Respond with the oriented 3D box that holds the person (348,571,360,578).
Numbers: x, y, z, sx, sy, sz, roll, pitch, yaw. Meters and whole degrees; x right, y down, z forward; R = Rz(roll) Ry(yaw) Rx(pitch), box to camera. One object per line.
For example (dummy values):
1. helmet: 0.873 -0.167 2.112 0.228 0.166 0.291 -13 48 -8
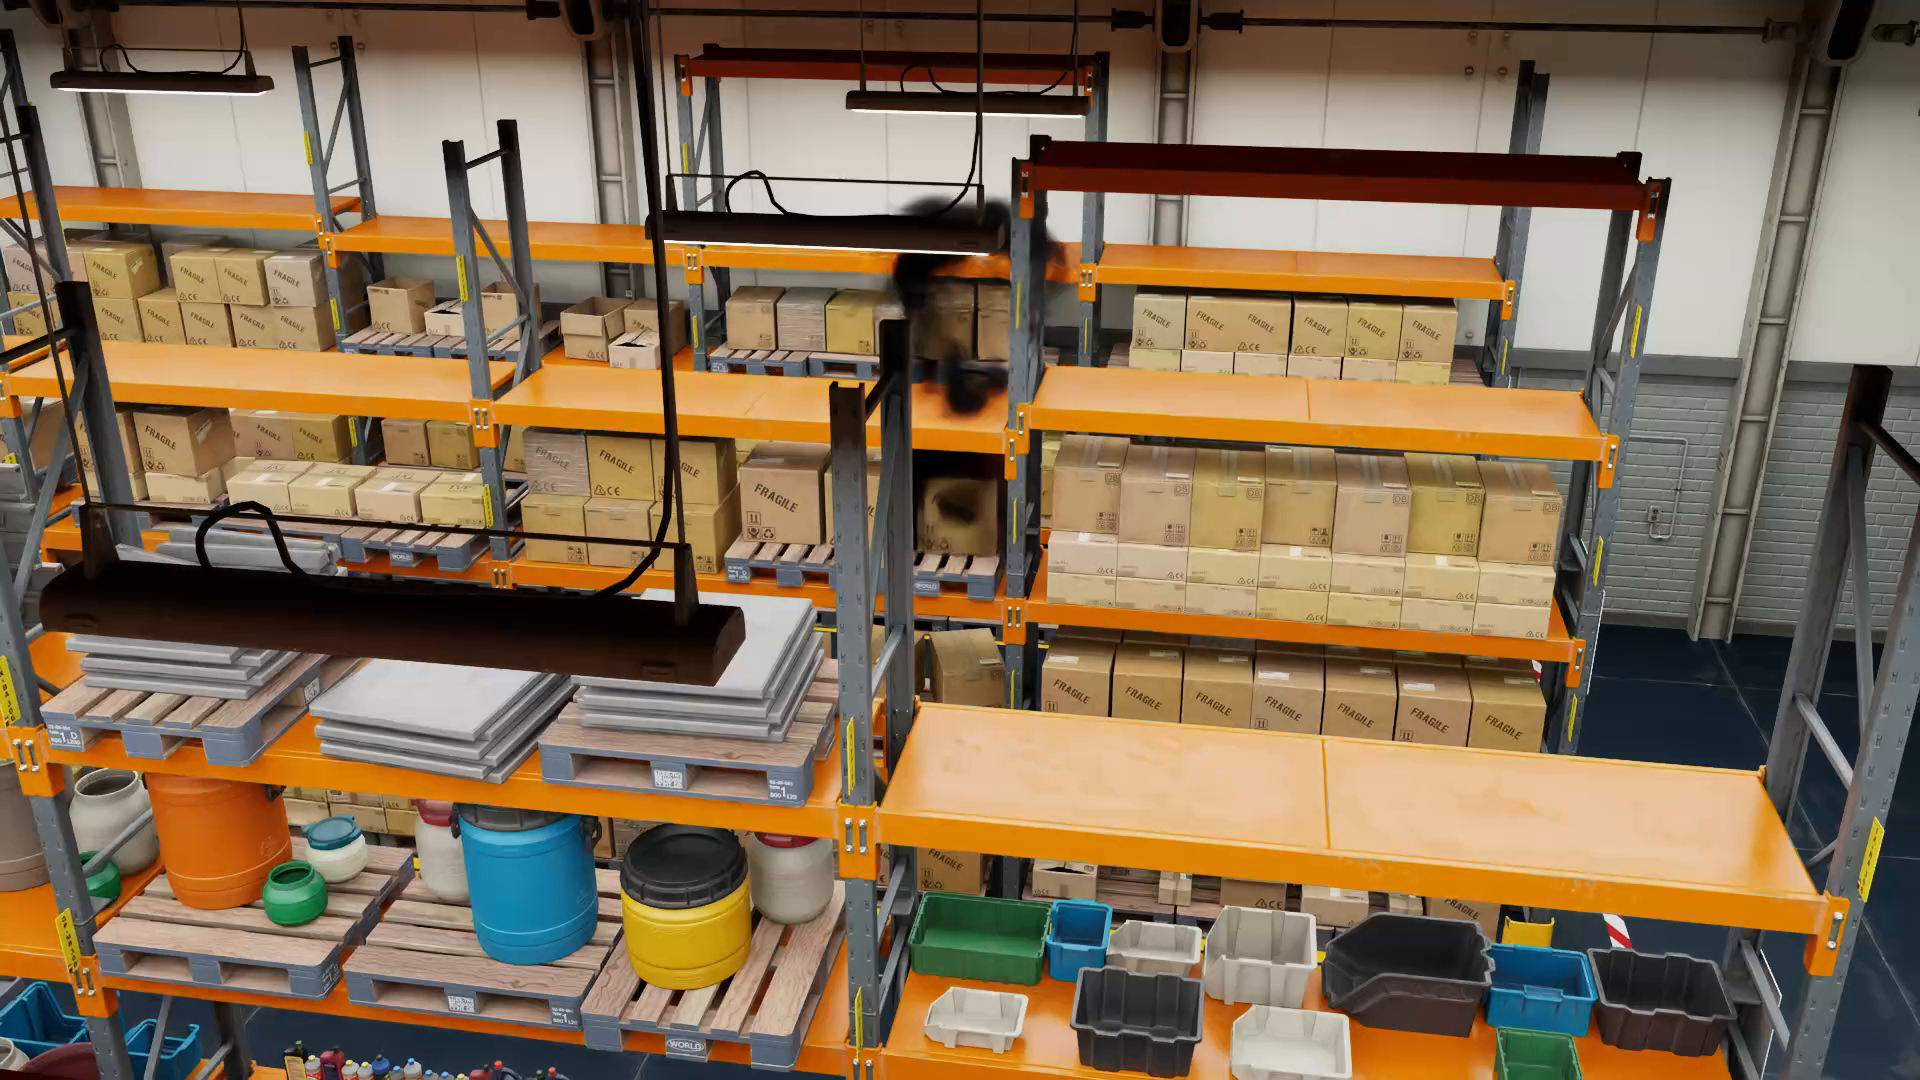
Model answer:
1. person: -6.099 0.669 16.597 0.929 1.663 0.566 -3 23 -8
